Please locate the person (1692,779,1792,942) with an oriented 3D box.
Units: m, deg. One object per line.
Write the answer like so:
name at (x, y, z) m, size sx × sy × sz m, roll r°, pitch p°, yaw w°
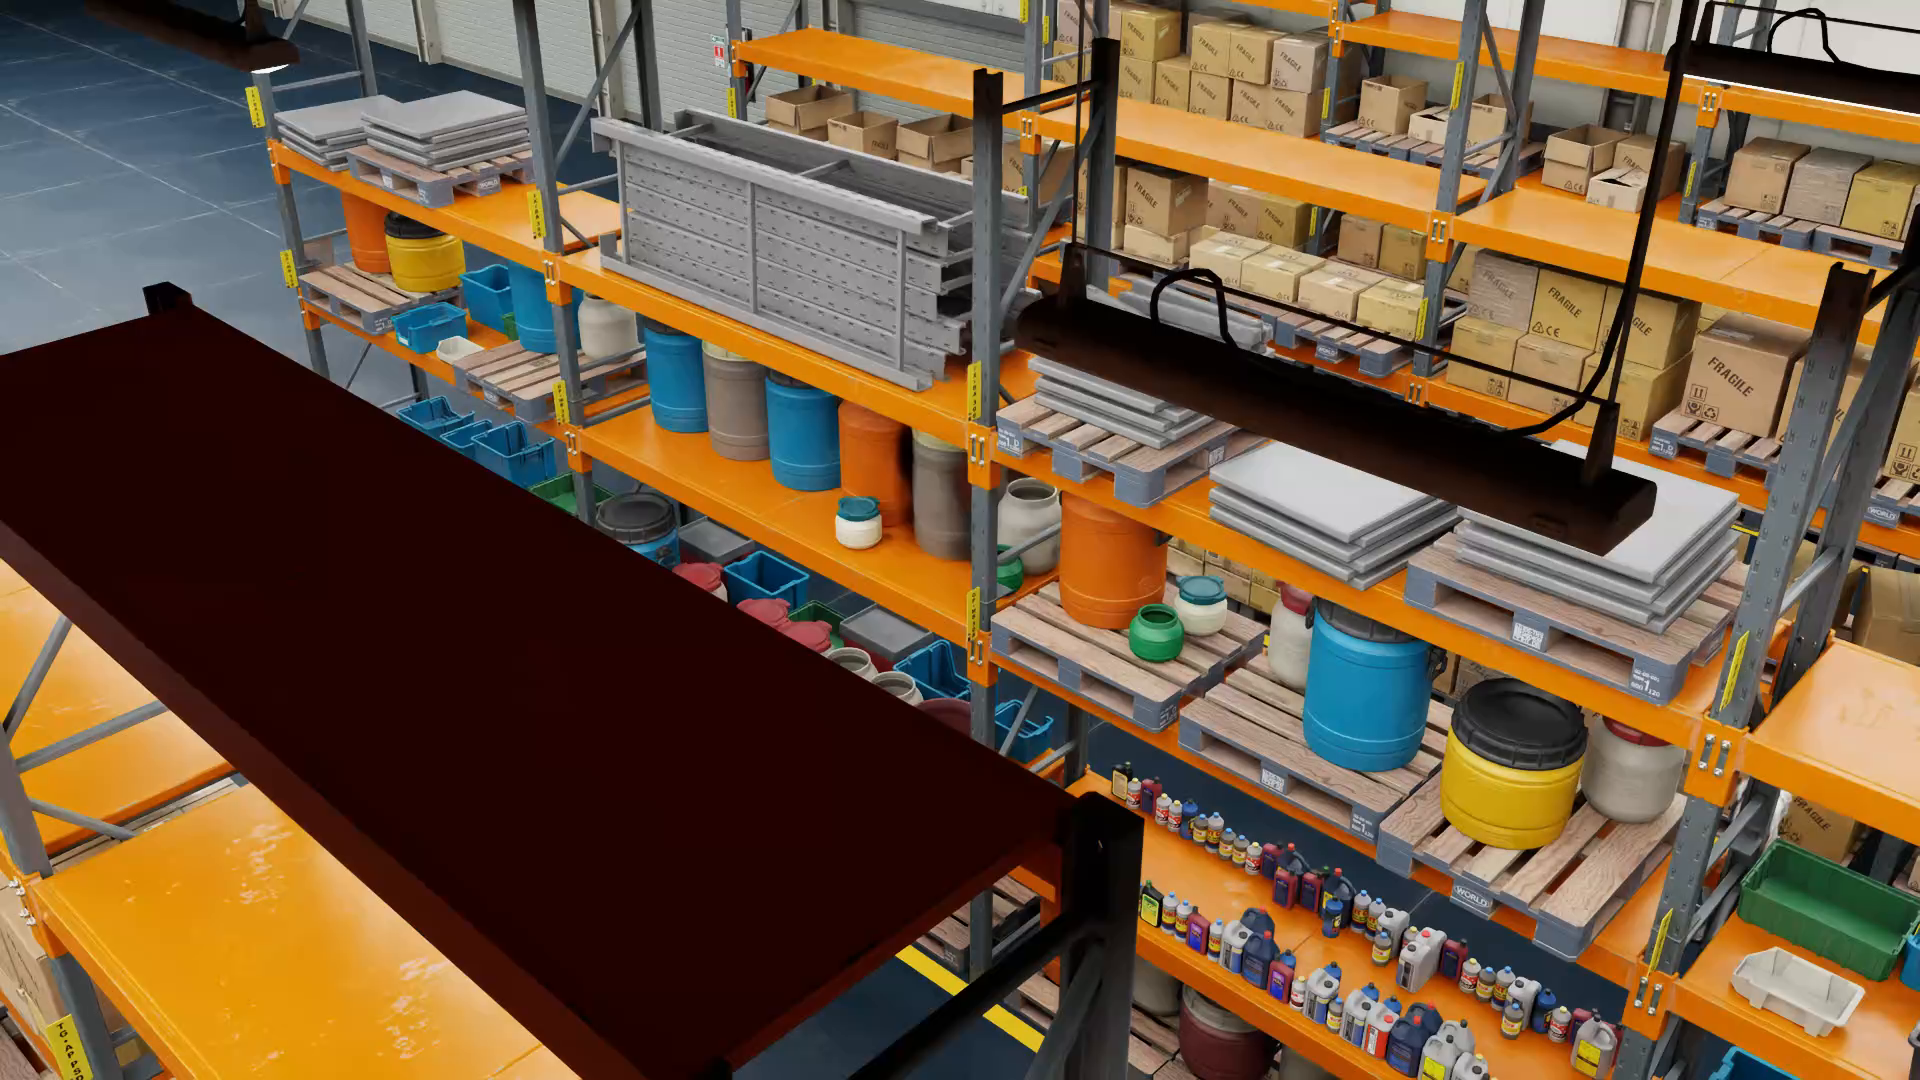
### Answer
person at (5.238, 2.025, 10.926) m, size 0.646 × 1.669 × 0.495 m, roll 22°, pitch 36°, yaw 34°
